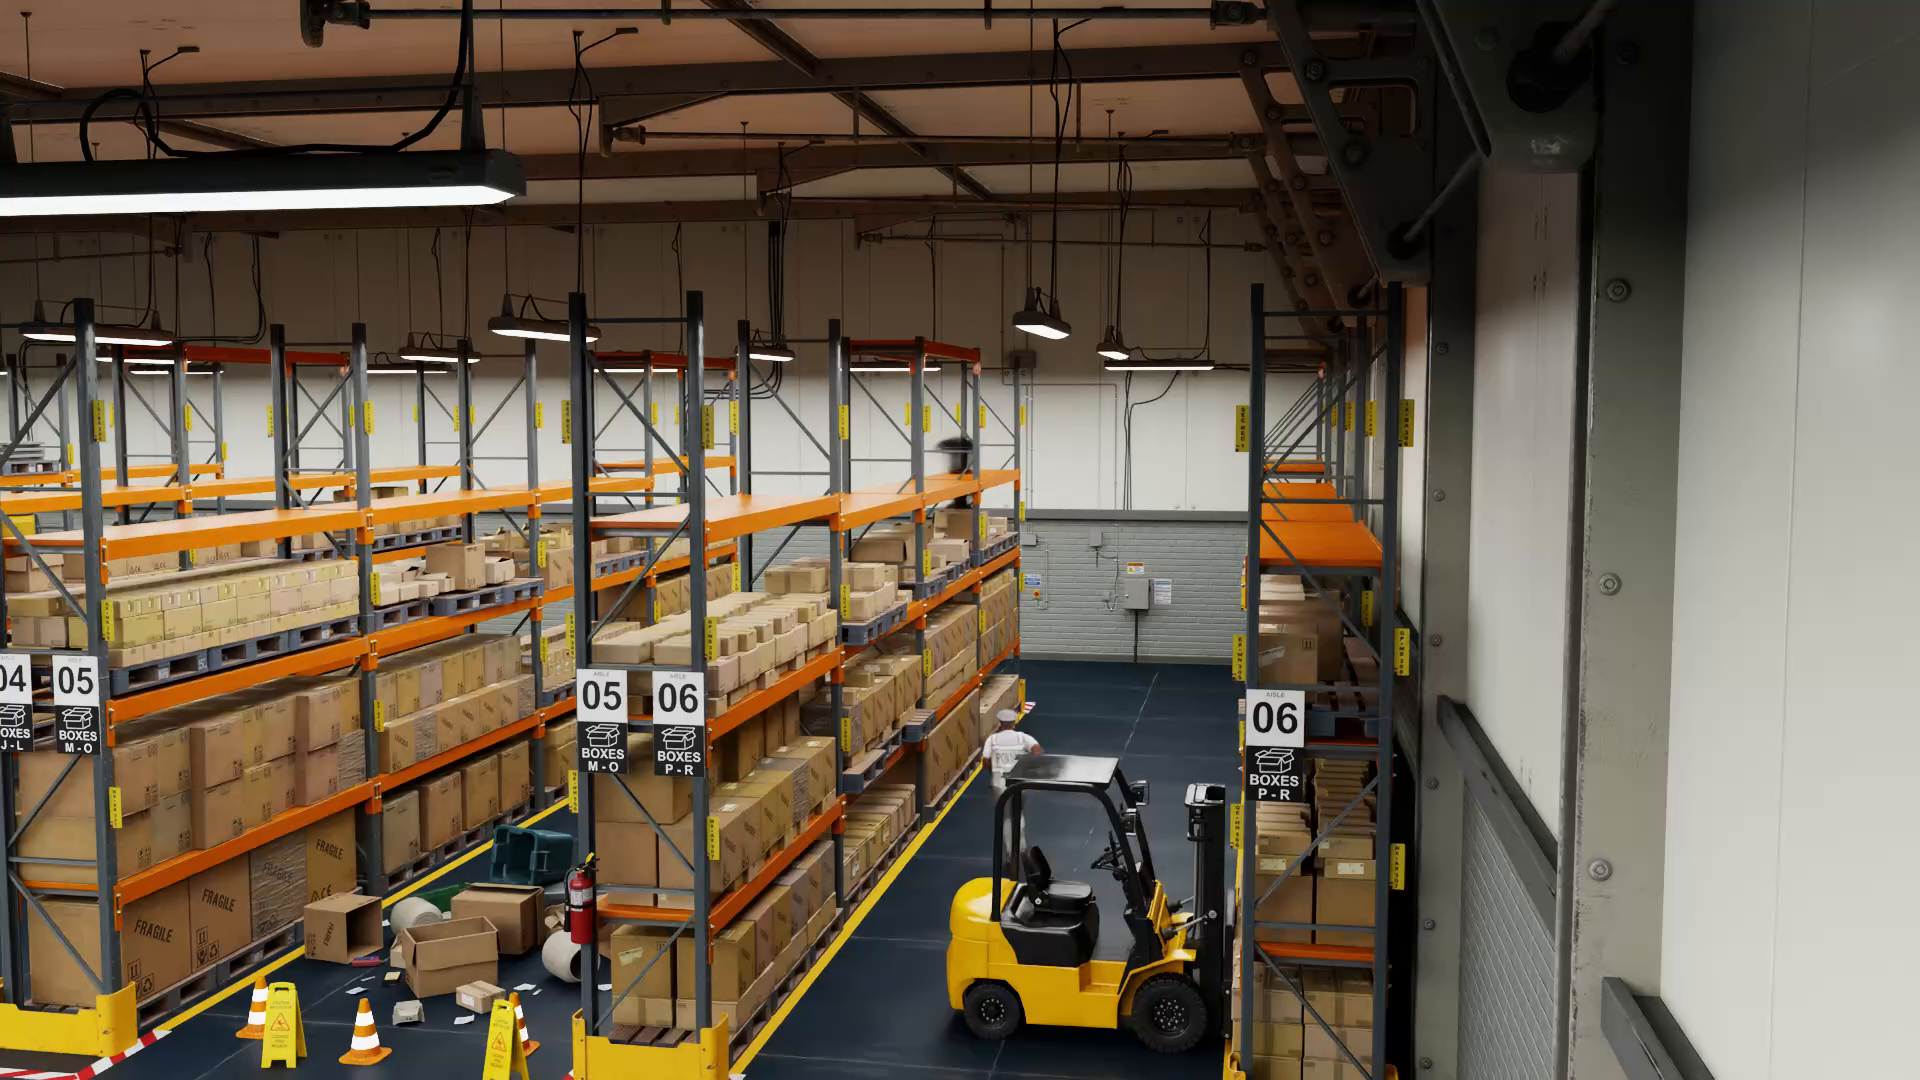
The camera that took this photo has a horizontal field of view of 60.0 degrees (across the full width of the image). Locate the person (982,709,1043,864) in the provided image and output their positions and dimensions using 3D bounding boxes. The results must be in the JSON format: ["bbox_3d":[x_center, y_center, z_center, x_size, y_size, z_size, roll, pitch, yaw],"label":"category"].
[{"bbox_3d":[0.578,2.799,18.976,0.653,1.698,0.737,-1,5,-8],"label":"person"}]
